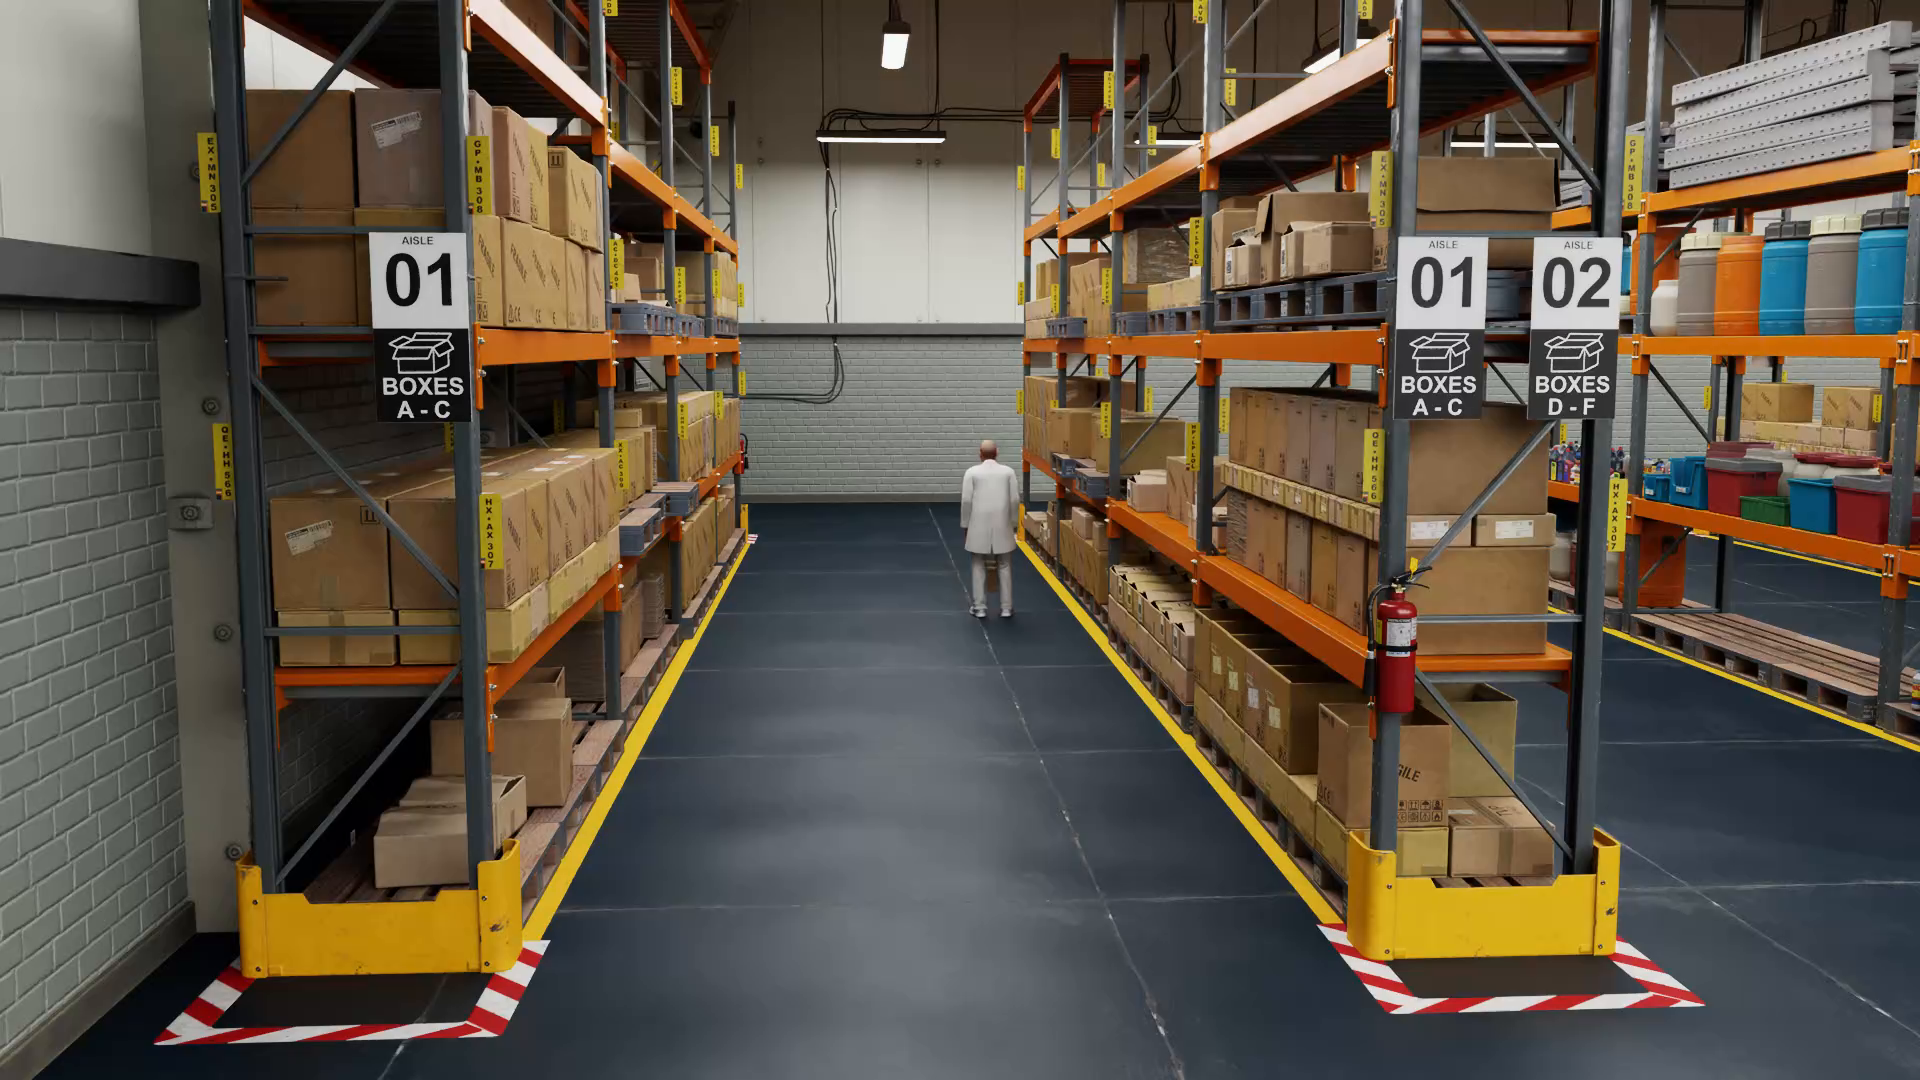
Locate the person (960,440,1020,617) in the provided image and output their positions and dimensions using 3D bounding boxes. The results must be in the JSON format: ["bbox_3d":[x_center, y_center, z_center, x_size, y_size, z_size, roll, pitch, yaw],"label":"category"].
[{"bbox_3d":[0.301,-0.116,16.781,0.601,1.776,0.425,-1,7,-6],"label":"person"}]
